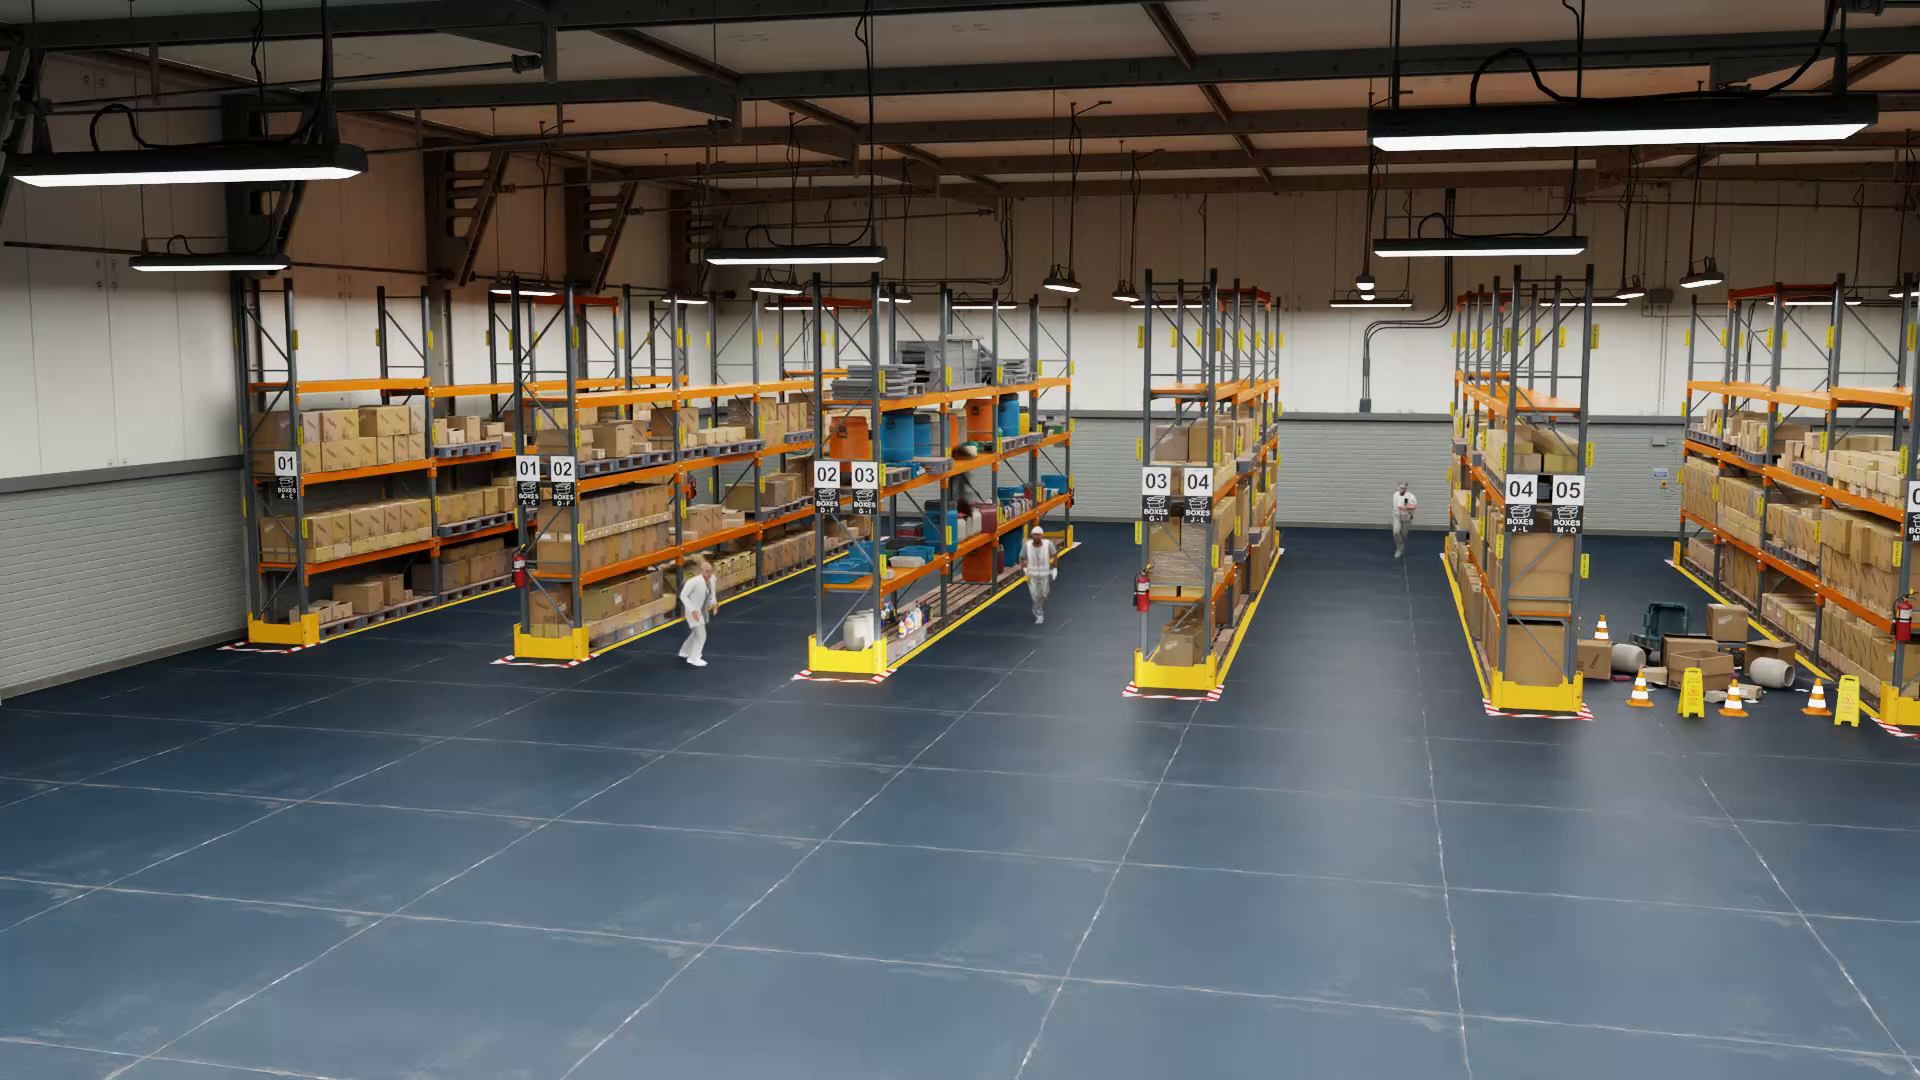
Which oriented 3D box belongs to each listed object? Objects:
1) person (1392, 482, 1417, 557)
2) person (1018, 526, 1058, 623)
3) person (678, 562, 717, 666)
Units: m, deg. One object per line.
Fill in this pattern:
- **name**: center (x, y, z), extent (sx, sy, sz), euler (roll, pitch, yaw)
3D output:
- **person**: center (10.350, -0.492, 38.761), extent (0.612, 1.759, 0.859), euler (3, 8, 25)
- **person**: center (1.388, 0.605, 29.572), extent (0.696, 1.735, 0.612), euler (0, 7, -3)
- **person**: center (-4.107, 1.121, 25.758), extent (0.842, 1.648, 0.749), euler (3, 8, 25)
